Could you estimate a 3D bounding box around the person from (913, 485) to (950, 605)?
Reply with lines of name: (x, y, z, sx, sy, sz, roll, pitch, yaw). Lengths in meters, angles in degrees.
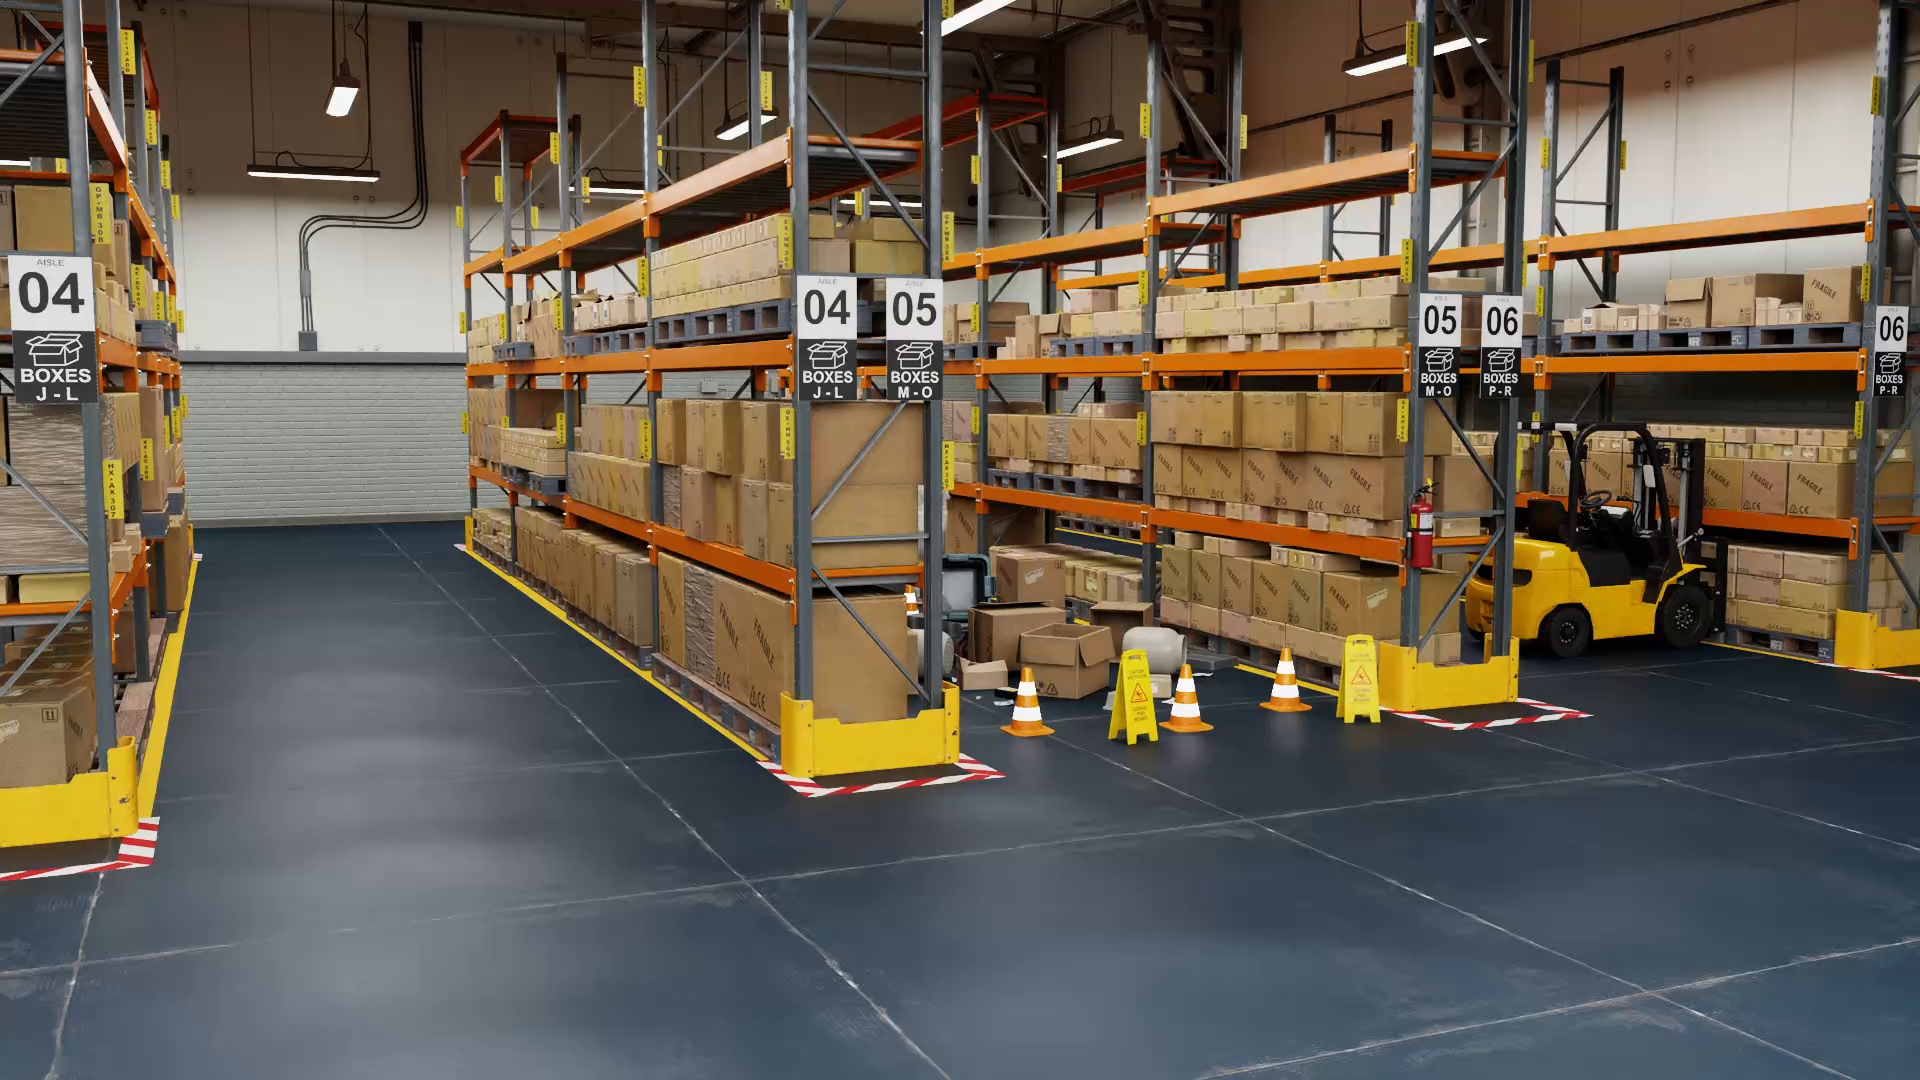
person: (-0.376, -0.137, 19.015, 0.568, 1.751, 0.434, -3, 6, -25)
